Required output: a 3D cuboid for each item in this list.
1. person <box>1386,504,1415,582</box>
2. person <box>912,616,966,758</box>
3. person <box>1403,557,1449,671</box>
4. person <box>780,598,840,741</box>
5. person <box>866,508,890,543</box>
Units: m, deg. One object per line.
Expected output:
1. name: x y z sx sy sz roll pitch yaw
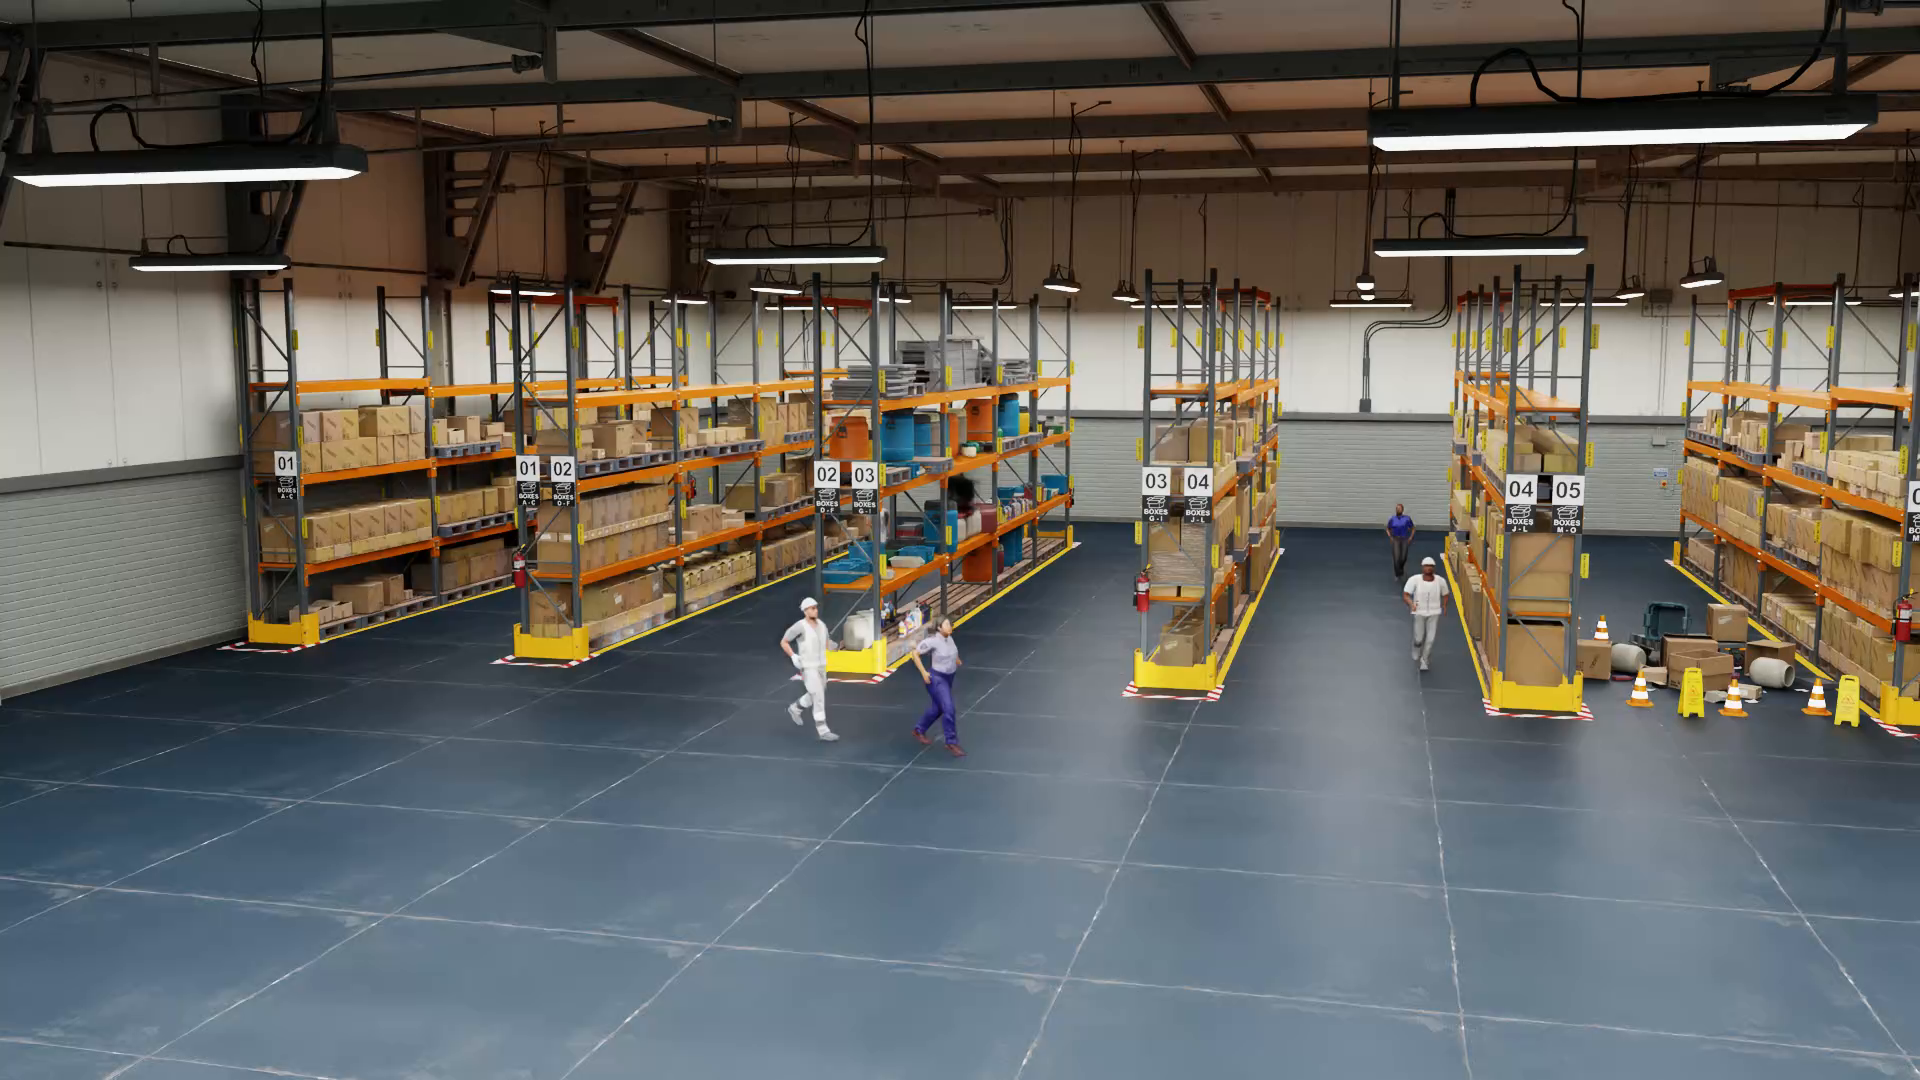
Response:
1. person: 9.169 0.058 34.669 0.581 1.621 0.492 2 7 19
2. person: -0.231 1.764 20.290 0.840 1.667 0.613 4 8 28
3. person: 7.108 1.114 25.352 0.690 1.721 0.606 1 7 7
4. person: -1.871 1.605 20.943 0.973 1.767 0.666 5 9 38
5. person: -1.744 -0.085 35.529 0.509 1.709 0.837 1 7 9
